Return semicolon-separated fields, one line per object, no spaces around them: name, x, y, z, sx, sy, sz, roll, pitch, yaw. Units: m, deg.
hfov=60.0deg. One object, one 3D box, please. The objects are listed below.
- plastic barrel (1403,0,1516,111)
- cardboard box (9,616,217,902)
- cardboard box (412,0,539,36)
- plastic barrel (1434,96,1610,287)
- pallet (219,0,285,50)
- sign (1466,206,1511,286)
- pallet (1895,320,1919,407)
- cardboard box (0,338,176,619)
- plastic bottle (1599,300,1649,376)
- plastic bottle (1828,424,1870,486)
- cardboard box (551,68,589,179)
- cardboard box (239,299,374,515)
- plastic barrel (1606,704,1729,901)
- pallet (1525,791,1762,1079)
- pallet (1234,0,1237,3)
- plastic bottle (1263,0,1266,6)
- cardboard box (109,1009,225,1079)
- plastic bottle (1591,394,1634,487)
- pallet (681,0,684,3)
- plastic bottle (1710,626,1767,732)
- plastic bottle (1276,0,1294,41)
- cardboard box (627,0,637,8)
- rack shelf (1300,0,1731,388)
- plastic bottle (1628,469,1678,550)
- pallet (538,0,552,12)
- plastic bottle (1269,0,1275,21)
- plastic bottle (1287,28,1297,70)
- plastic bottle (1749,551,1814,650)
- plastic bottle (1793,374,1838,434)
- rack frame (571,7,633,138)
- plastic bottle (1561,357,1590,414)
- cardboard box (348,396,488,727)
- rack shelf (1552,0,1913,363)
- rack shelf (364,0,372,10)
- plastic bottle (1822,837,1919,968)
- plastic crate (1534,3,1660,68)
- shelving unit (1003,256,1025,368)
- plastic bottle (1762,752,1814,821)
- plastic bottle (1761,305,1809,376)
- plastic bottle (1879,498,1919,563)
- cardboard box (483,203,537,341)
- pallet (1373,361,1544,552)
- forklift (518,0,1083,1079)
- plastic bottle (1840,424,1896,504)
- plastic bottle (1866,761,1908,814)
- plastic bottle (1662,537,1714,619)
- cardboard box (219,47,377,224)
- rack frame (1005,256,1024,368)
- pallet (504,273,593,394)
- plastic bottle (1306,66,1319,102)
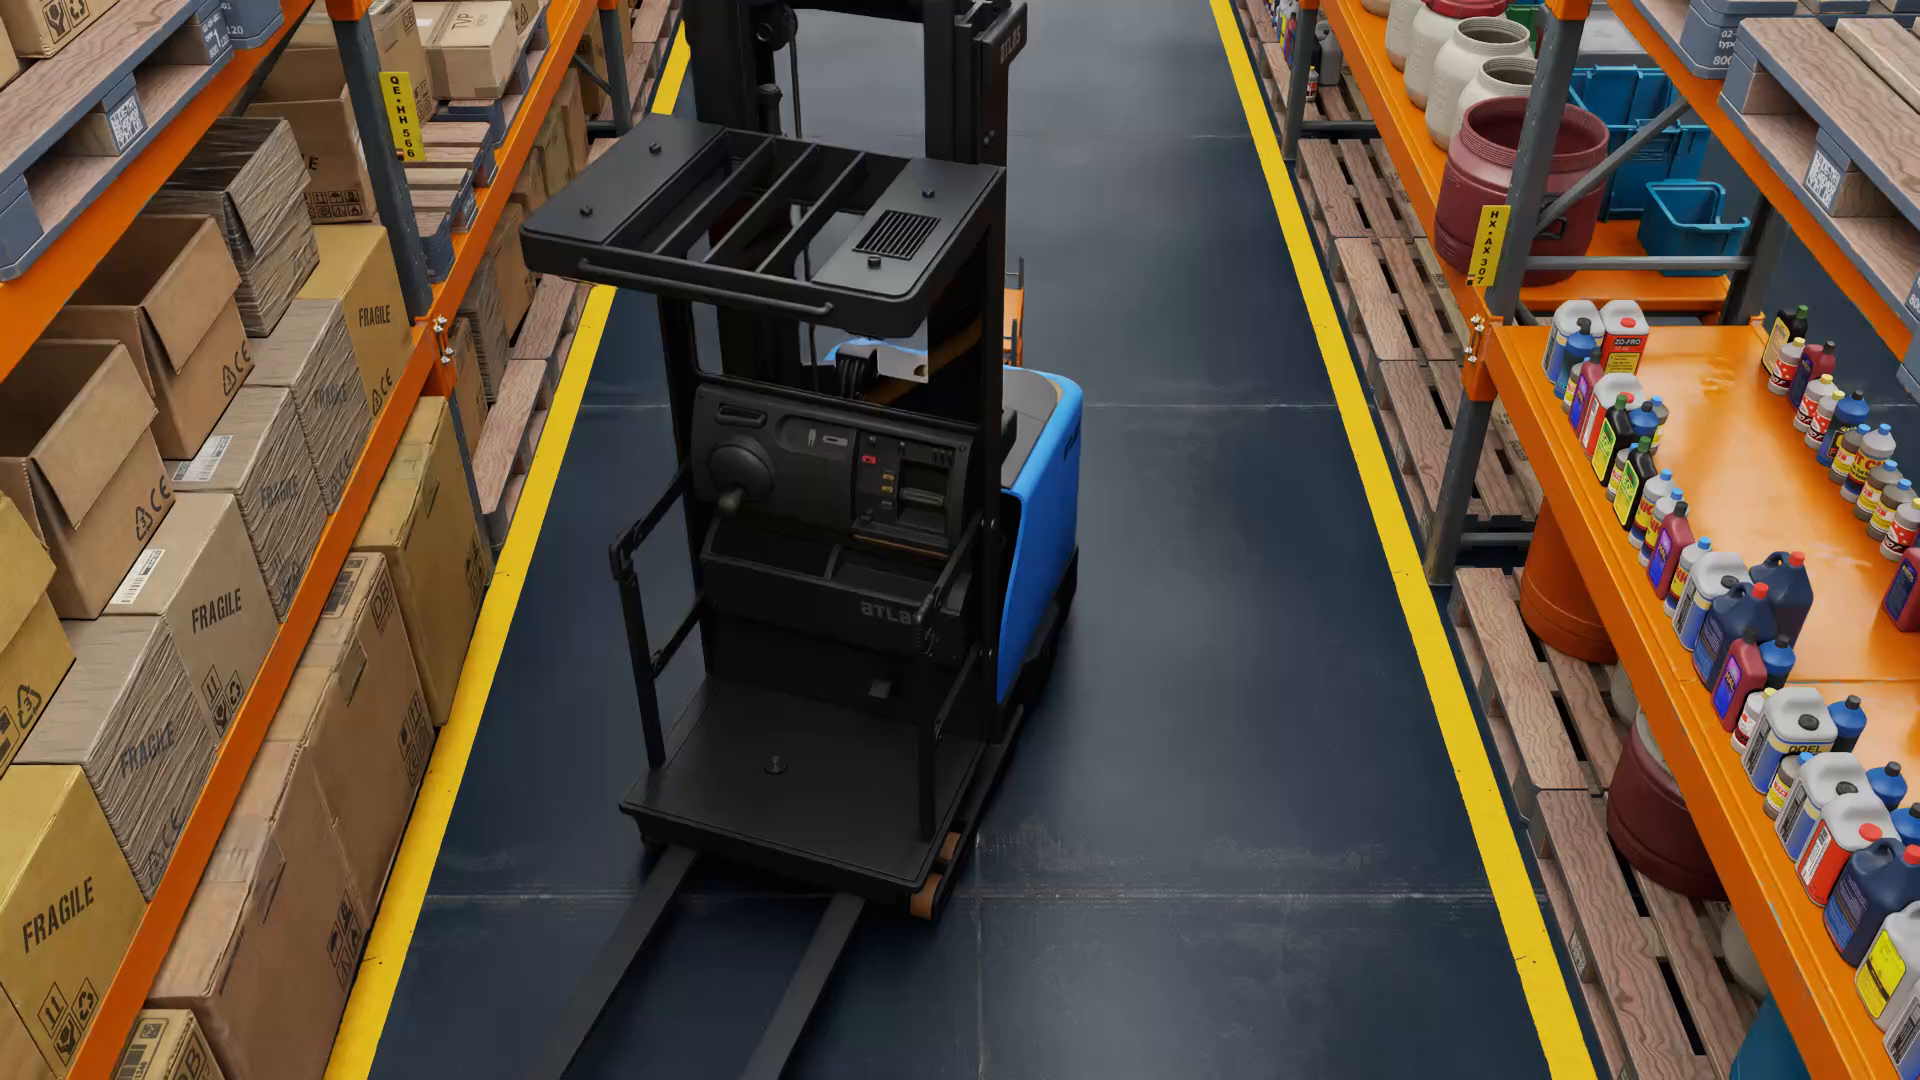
plastic barrel;2.251;-2.237;7.534;0.433;0.535;0.433;0;39;0
cardboard box;-2.228;0.541;4.097;0.500;0.500;0.500;-1;39;-1
cardboard box;-2.390;-2.628;7.713;0.797;0.503;0.637;4;39;5
plastic barrel;2.169;-1.353;6.431;0.600;0.536;0.708;0;39;0
pallet;-2.426;-1.701;4.726;1.213;0.211;1.003;2;39;2
sign;1.923;-1.069;6.055;0.100;0.325;0.005;0;39;0
pallet;2.379;-0.096;2.723;1.213;0.211;1.003;0;39;0
cardboard box;-2.490;-0.153;4.160;0.797;0.503;0.637;1;39;1
plastic bottle;2.302;-0.691;5.813;0.152;0.276;0.135;0;39;0
plastic bottle;2.882;-0.281;5.361;0.097;0.201;0.097;0;39;0
cardboard box;-2.506;-2.320;9.394;0.700;0.500;0.500;-3;39;-4
cardboard box;-2.237;-0.425;5.302;0.500;0.500;0.500;0;39;0
plastic barrel;2.492;0.779;5.472;0.600;0.588;0.708;0;39;0
pallet;2.514;1.332;5.419;1.003;0.211;1.213;0;39;0
pallet;2.506;-4.369;12.533;1.003;0.211;1.213;0;39;0
plastic bottle;2.136;-3.849;11.475;0.061;0.283;0.133;1;39;1
cardboard box;-2.496;1.760;4.019;1.225;0.875;0.875;0;39;0
plastic bottle;2.105;-0.321;5.345;0.061;0.283;0.133;0;39;0
pallet;-2.524;-4.366;12.529;1.003;0.211;1.213;0;39;0
plastic bottle;2.106;0.373;4.479;0.061;0.283;0.133;0;39;0
plastic bottle;2.182;-3.447;10.978;0.152;0.276;0.135;1;39;1
cardboard box;-2.489;-4.042;11.558;0.500;0.500;0.500;3;39;4
rack shelf;2.470;-1.980;7.898;1.077;0.370;4.000;0;39;0
plastic bottle;2.124;-0.100;5.079;0.097;0.271;0.097;0;39;0
pallet;-2.629;-2.955;8.692;1.003;0.211;1.213;0;39;0
plastic bottle;2.155;-3.620;11.254;0.097;0.201;0.097;0;39;0
plastic bottle;2.179;-3.172;10.576;0.144;0.351;0.185;-2;39;-2
plastic bottle;2.300;0.163;4.688;0.144;0.351;0.185;0;39;0
plastic bottle;2.882;-0.464;5.589;0.097;0.201;0.097;0;39;0
rack frame;-2.485;-3.508;9.229;1.000;3.000;0.127;0;39;0
plastic bottle;2.123;-0.528;5.670;0.097;0.201;0.097;0;39;0
cardboard box;-2.500;0.090;6.102;1.225;0.875;0.875;-2;39;-2
rack shelf;2.475;-0.649;3.838;1.077;0.370;4.000;0;39;0
rack shelf;-2.482;-3.147;6.955;1.077;0.370;4.000;0;39;0
plastic bottle;2.149;0.820;3.867;0.144;0.351;0.185;0;39;0
plastic crate;2.777;-2.046;7.353;0.402;0.464;0.583;0;39;0
shelving unit;0.122;-0.536;6.960;0.258;1.200;0.503;3;39;4
plastic bottle;2.125;0.622;4.234;0.097;0.201;0.097;0;39;0
plastic bottle;2.900;-0.712;5.833;0.061;0.283;0.133;0;39;0
plastic bottle;2.883;-0.037;5.057;0.097;0.201;0.097;0;39;0
cardboard box;-2.522;-1.323;8.150;0.700;0.500;0.500;3;39;4
pallet;2.511;-0.407;7.589;1.003;0.211;1.213;0;39;0
forklift;-0.485;-0.148;5.091;1.130;2.935;3.031;12;40;15
plastic bottle;2.882;-0.247;5.263;0.097;0.271;0.097;0;39;0
plastic bottle;2.277;0.655;4.136;0.097;0.271;0.097;0;39;0
plastic bottle;2.124;0.106;4.822;0.097;0.271;0.097;0;39;0
cardboard box;-2.521;-1.547;6.366;0.500;0.500;0.500;-5;39;-6
rack frame;0.142;-0.688;7.149;0.240;1.200;0.015;3;39;4
pallet;-2.478;-1.168;8.539;1.003;0.211;1.213;0;39;0
plastic bottle;2.156;-2.818;10.254;0.097;0.201;0.097;0;39;0
